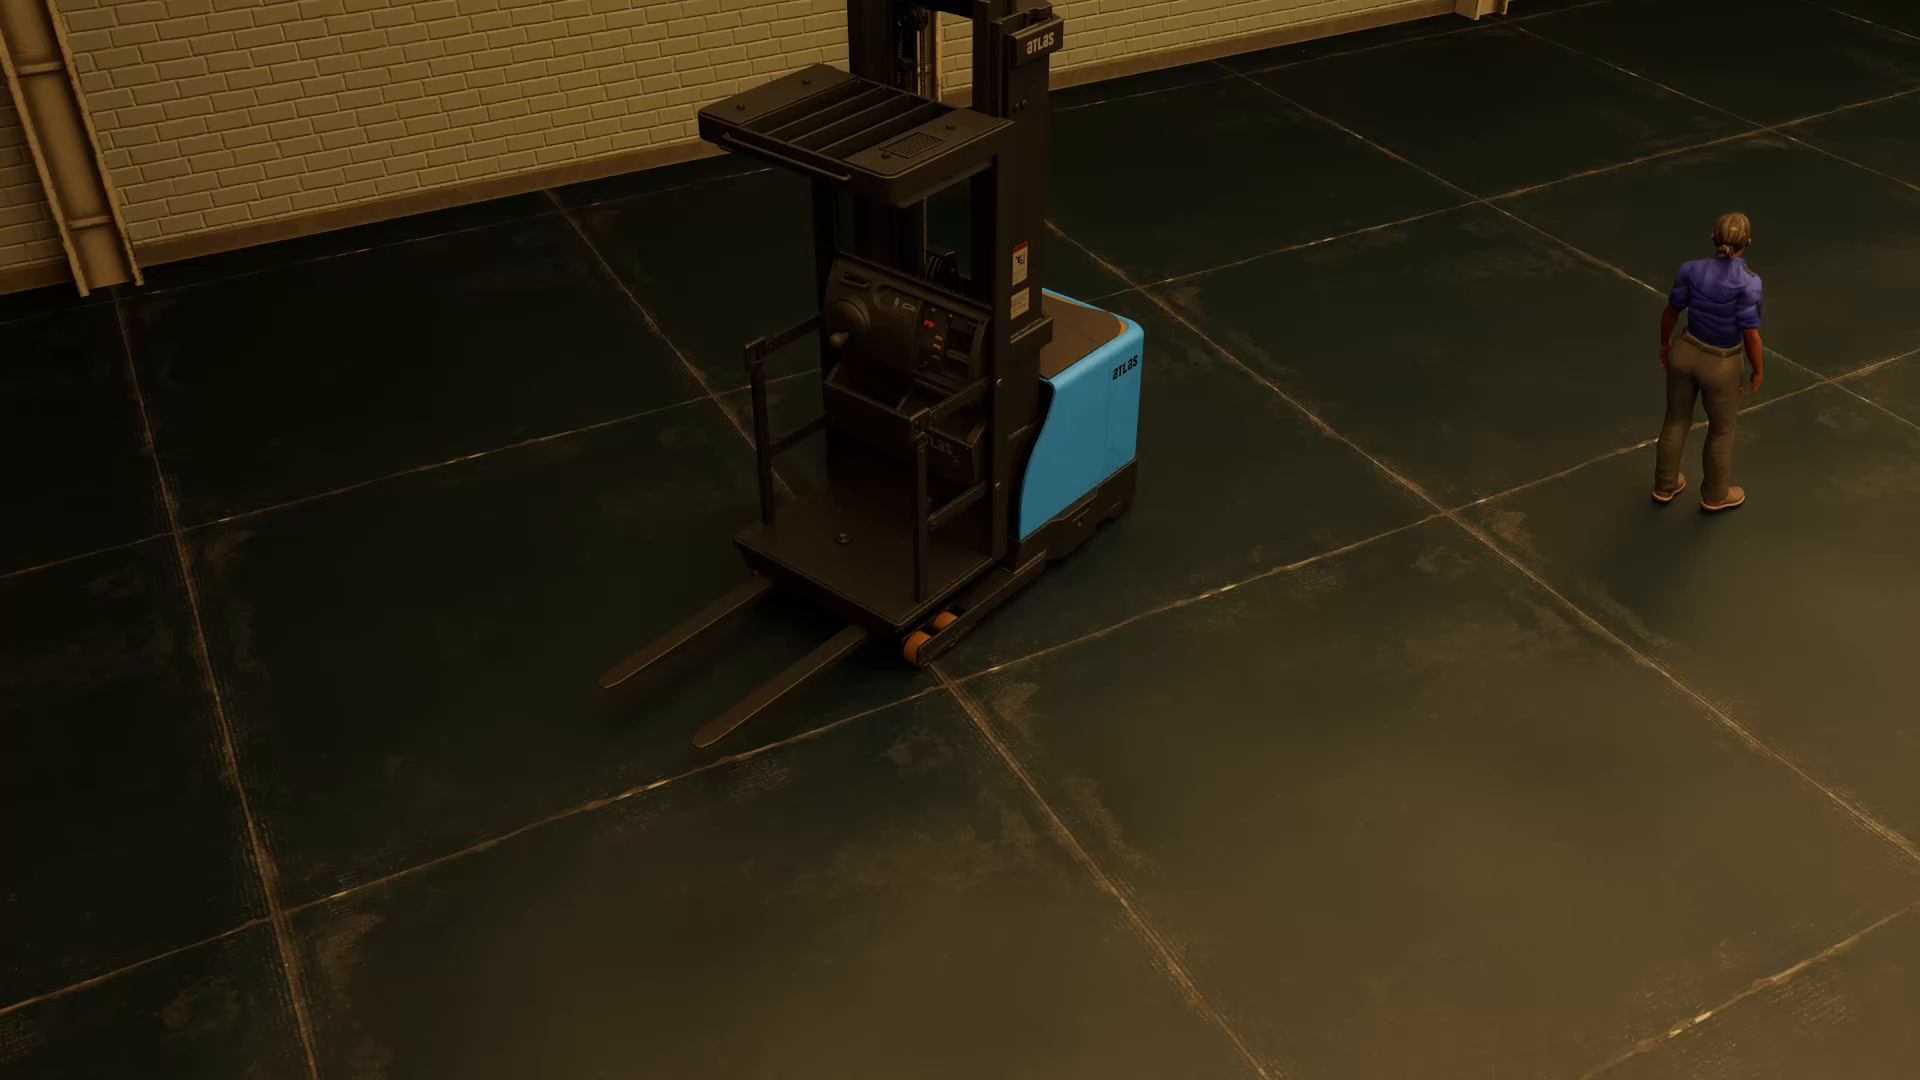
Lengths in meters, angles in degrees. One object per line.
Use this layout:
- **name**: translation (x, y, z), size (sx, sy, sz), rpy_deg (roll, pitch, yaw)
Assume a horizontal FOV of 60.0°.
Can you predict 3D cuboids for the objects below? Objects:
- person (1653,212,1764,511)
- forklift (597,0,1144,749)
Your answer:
- **person**: translation (3.873, -0.922, 8.521), size (0.504, 1.654, 0.569), rpy_deg (-27, 44, -33)
- **forklift**: translation (-0.390, -0.927, 7.434), size (1.130, 2.935, 3.031), rpy_deg (26, 43, 31)
